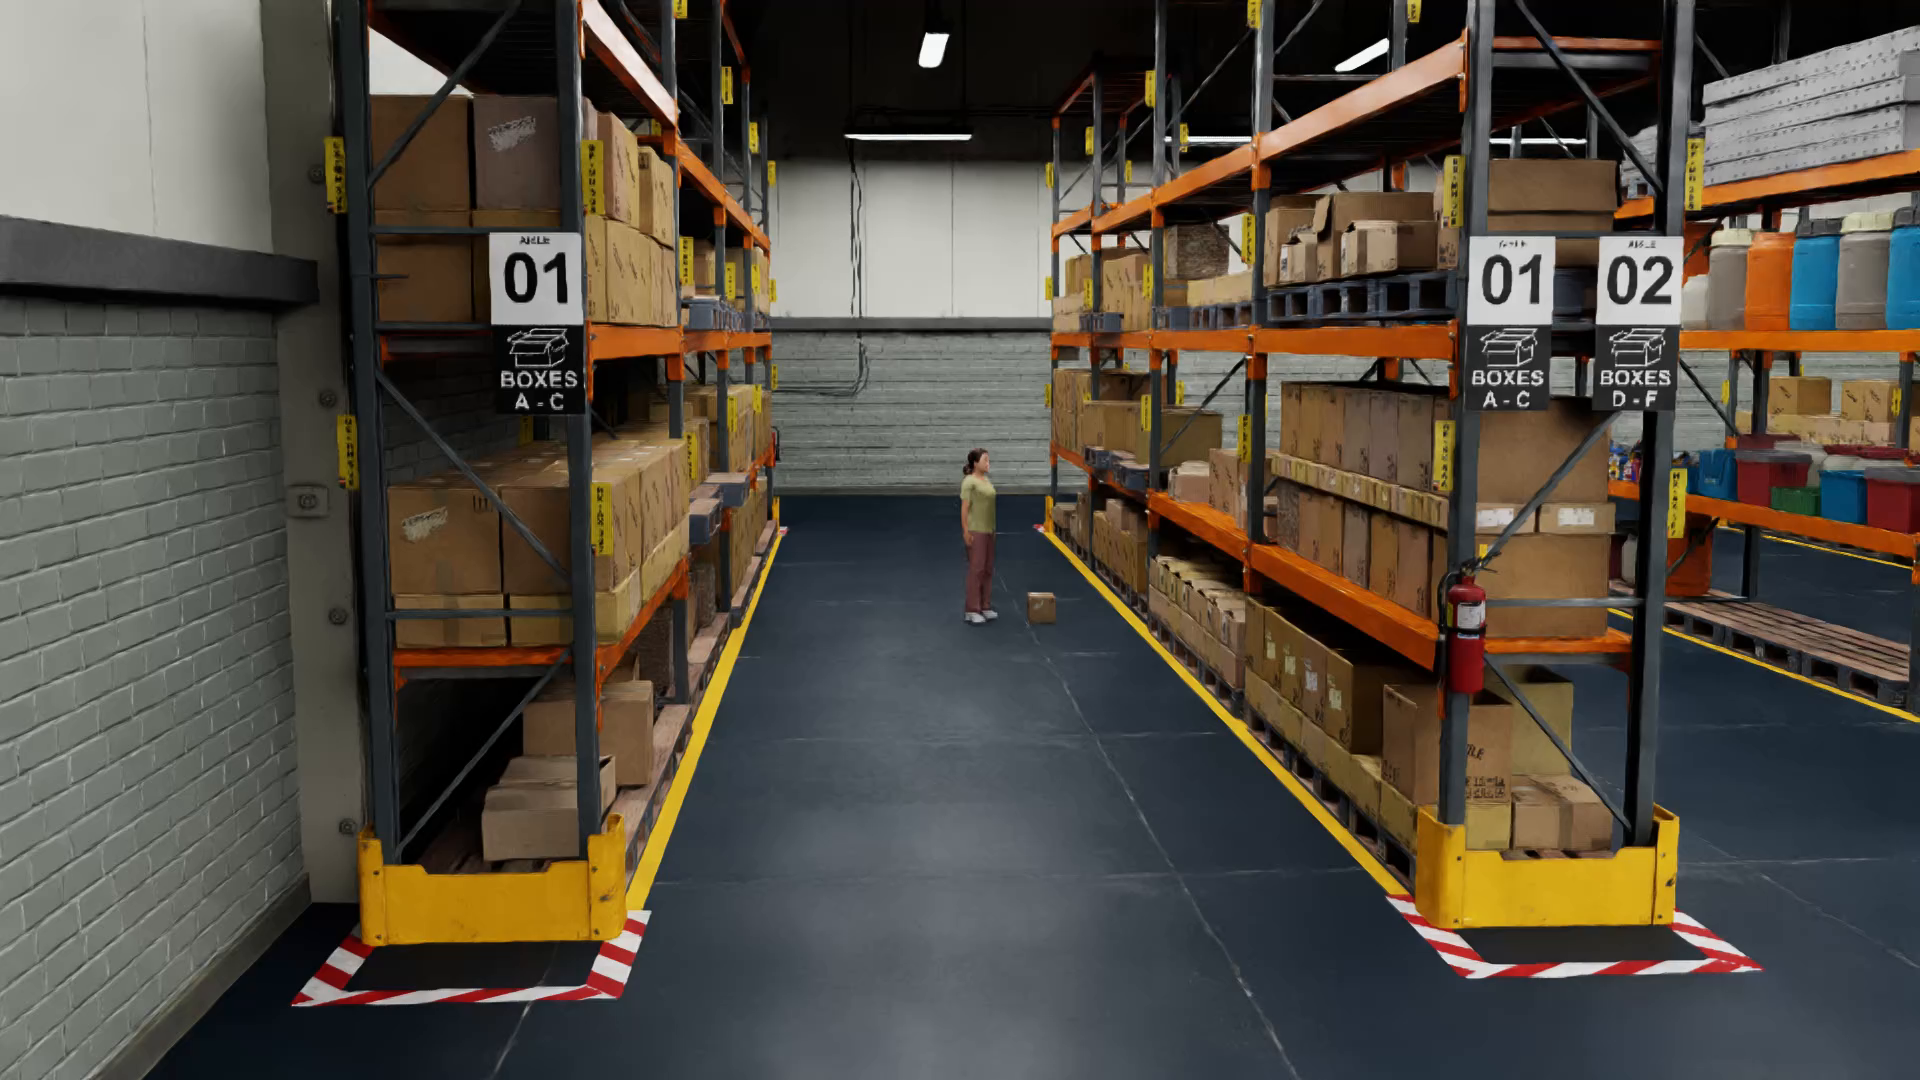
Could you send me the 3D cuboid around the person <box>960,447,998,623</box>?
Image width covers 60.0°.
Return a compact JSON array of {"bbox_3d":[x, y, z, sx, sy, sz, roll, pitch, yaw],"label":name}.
[{"bbox_3d":[0.188,-0.062,16.201,0.420,1.670,0.587,4,8,30],"label":"person"}]
